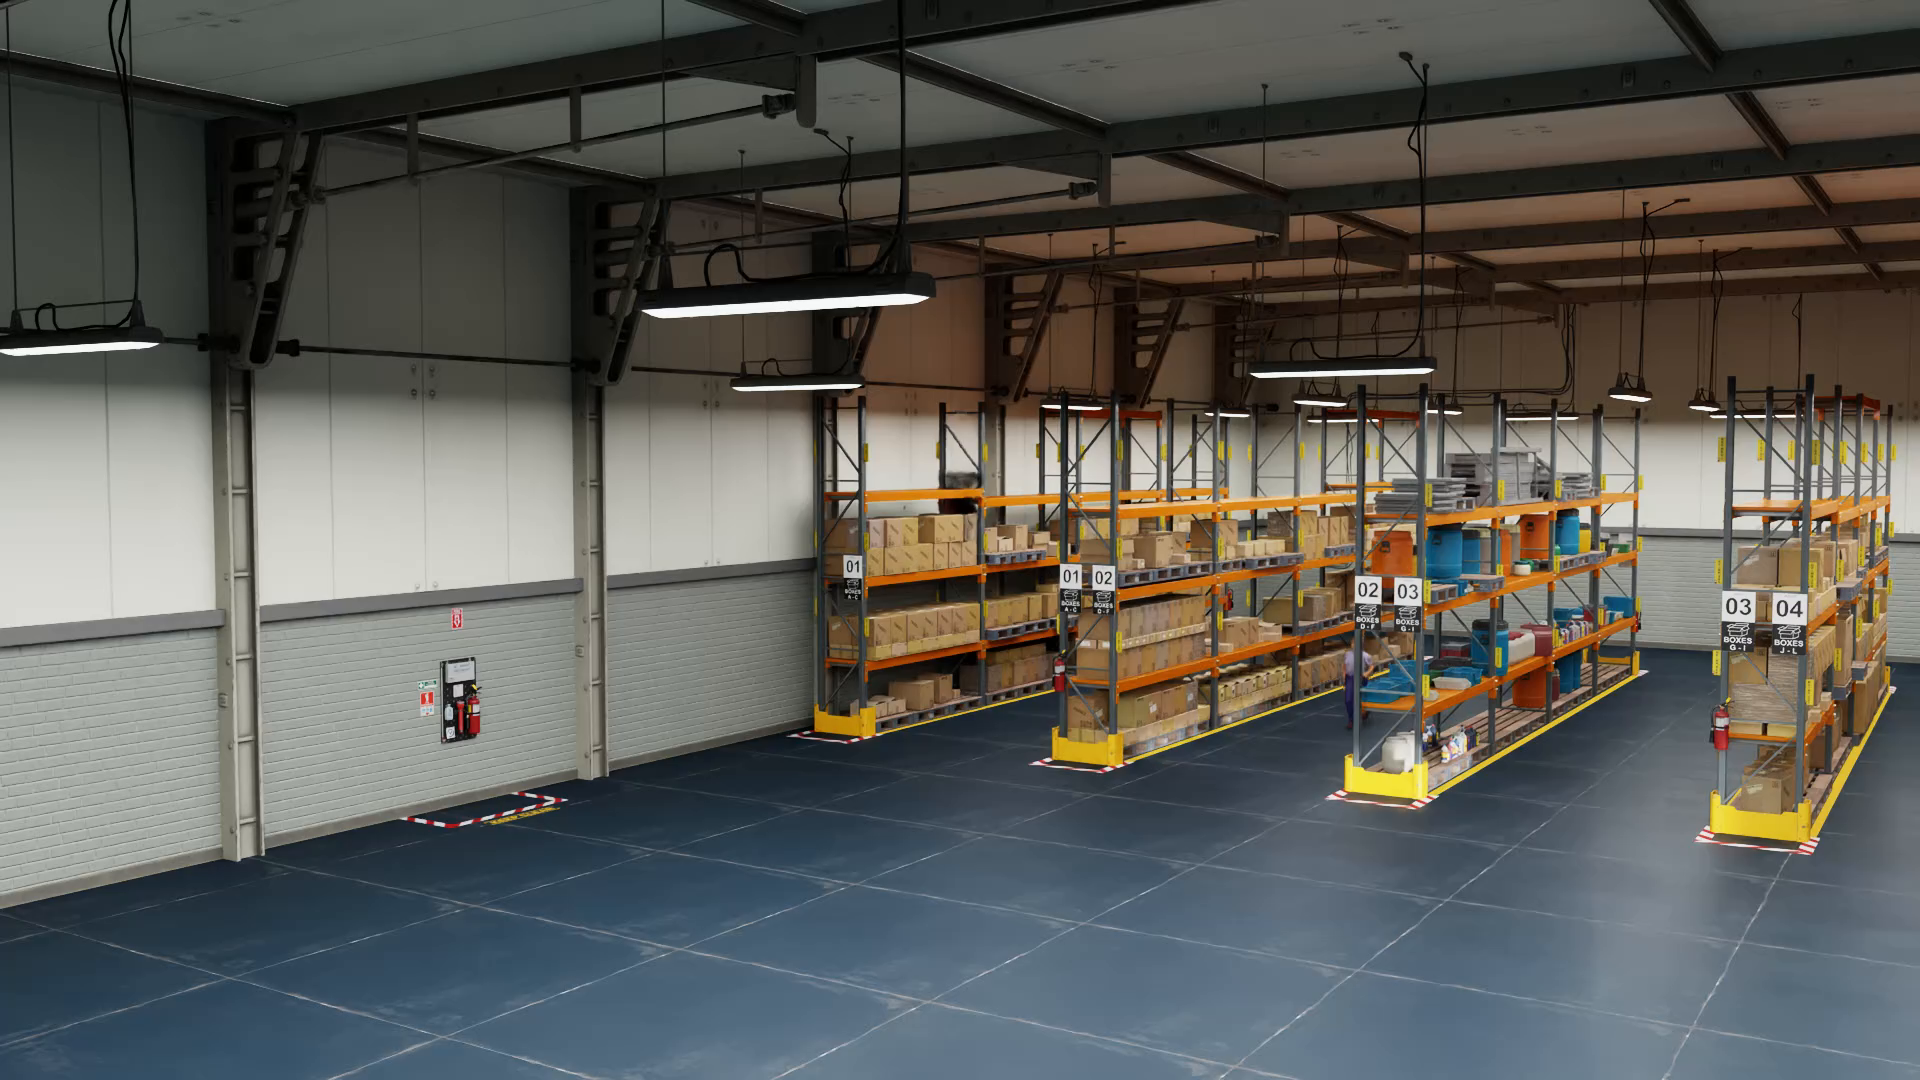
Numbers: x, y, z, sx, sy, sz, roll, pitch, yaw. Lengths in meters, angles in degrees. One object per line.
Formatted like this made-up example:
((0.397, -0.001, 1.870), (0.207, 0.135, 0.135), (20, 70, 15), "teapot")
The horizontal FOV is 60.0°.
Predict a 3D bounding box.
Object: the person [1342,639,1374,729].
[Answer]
((7.263, 2.602, 30.426), (0.618, 1.629, 0.742), (2, 4, 32), "person")
